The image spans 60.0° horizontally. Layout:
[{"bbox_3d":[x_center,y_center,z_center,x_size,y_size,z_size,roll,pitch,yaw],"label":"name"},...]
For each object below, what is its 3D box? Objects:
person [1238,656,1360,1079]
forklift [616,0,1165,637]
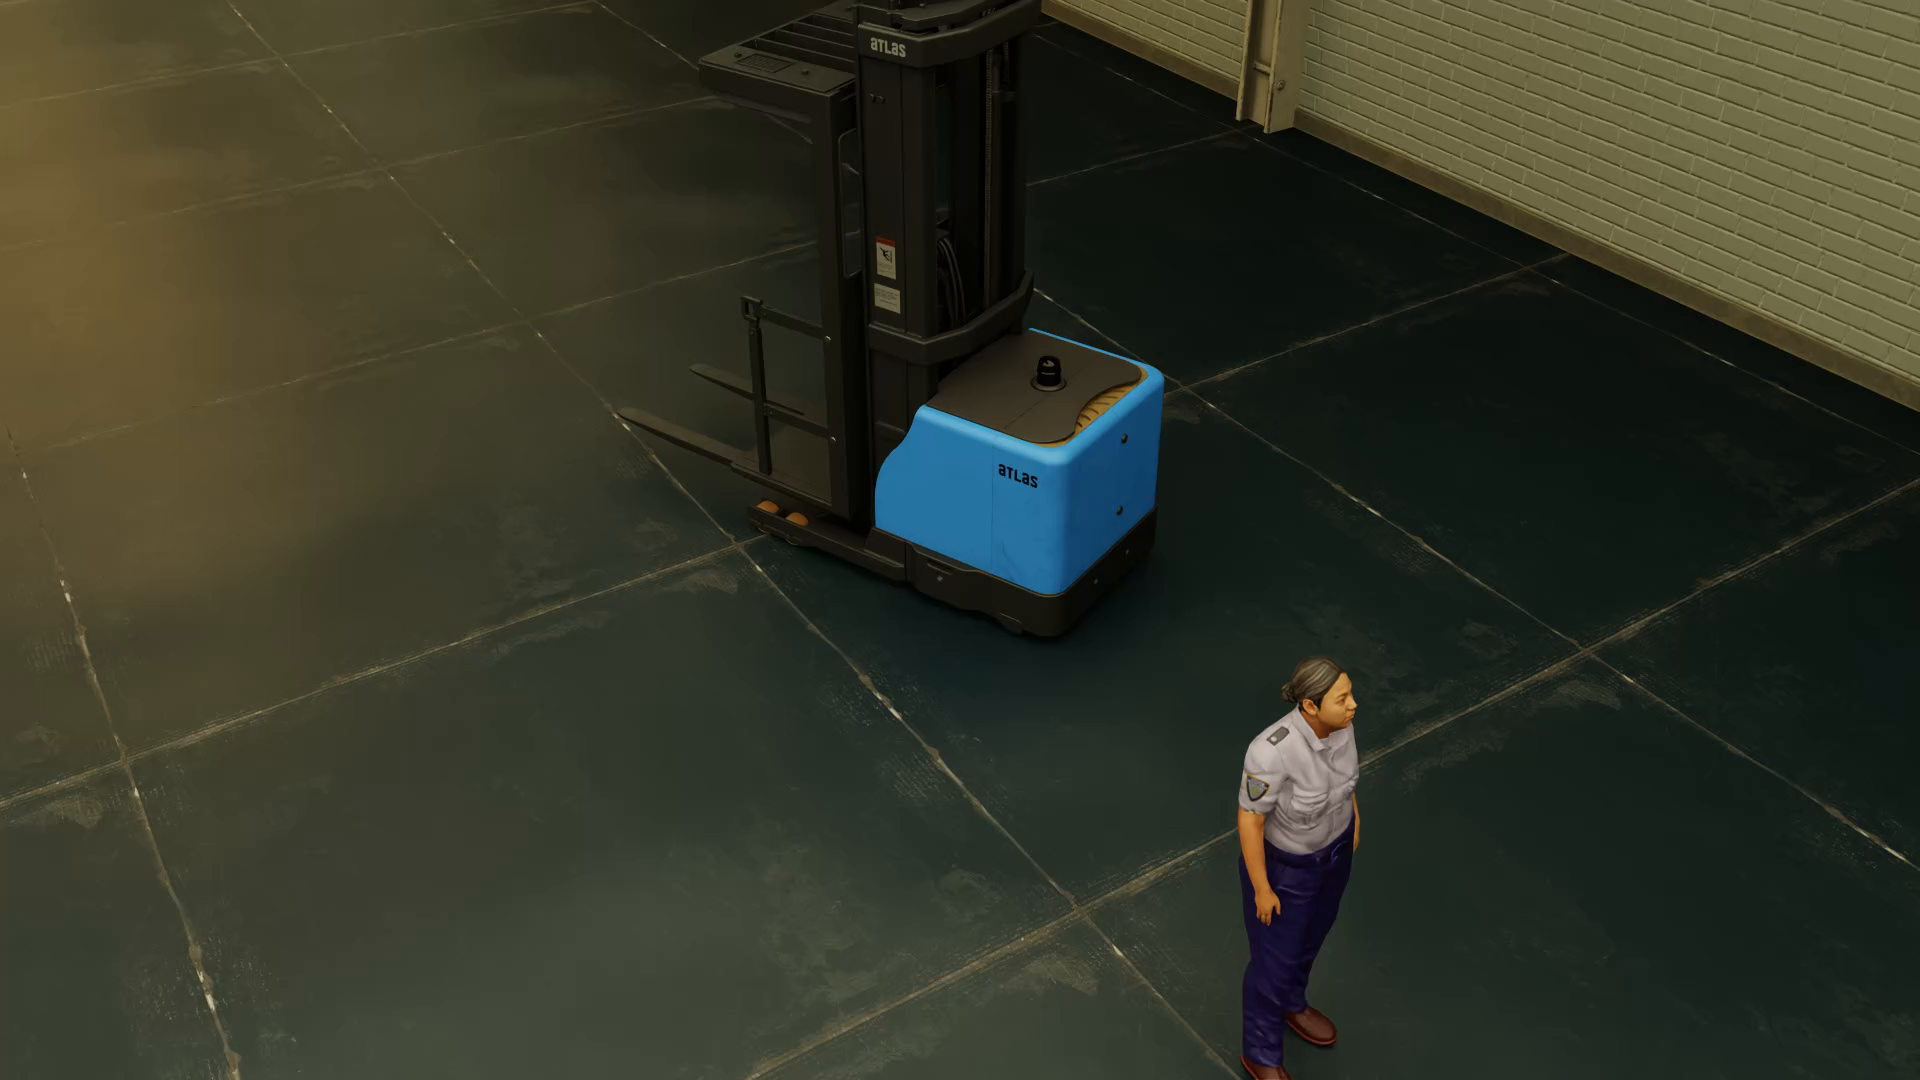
[{"bbox_3d":[1.210,1.136,5.636,0.595,1.651,0.501,-28,44,-34],"label":"person"},{"bbox_3d":[-0.500,-1.399,8.138,3.031,2.935,1.130,22,41,28],"label":"forklift"}]
